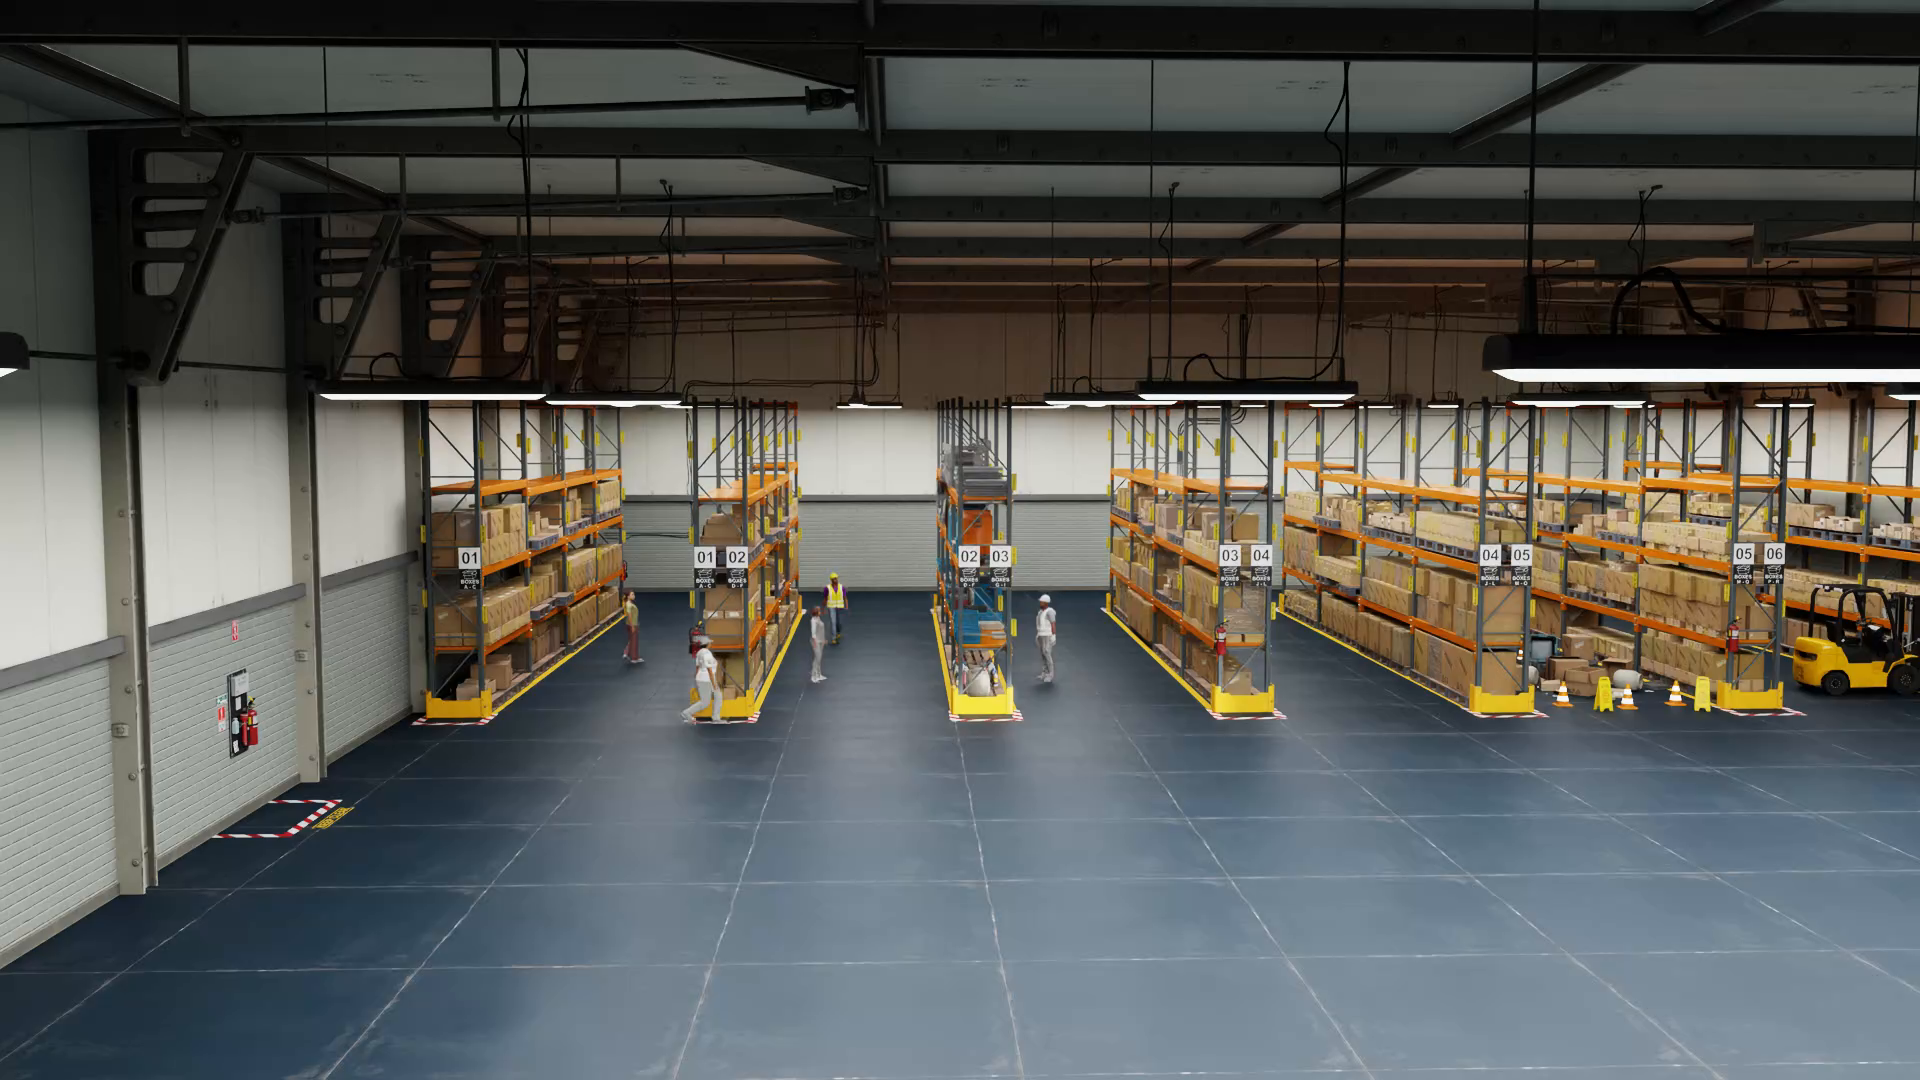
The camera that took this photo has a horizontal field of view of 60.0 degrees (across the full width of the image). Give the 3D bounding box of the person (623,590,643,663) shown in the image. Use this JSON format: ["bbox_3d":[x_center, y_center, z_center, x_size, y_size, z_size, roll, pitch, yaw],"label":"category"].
[{"bbox_3d":[-7.451,1.961,37.876,0.459,1.671,0.460,-2,5,-28],"label":"person"}]

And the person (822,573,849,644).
[{"bbox_3d":[-3.086,1.684,41.180,0.666,1.730,0.975,-1,4,-11],"label":"person"}]

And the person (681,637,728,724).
[{"bbox_3d":[-4.658,2.562,30.310,0.813,1.613,0.488,0,4,3],"label":"person"}]

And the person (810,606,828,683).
[{"bbox_3d":[-3.028,2.214,35.362,0.331,1.649,0.508,1,5,15],"label":"person"}]

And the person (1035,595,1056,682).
[{"bbox_3d":[1.817,2.083,35.433,0.398,1.809,0.692,-2,5,-25],"label":"person"}]
